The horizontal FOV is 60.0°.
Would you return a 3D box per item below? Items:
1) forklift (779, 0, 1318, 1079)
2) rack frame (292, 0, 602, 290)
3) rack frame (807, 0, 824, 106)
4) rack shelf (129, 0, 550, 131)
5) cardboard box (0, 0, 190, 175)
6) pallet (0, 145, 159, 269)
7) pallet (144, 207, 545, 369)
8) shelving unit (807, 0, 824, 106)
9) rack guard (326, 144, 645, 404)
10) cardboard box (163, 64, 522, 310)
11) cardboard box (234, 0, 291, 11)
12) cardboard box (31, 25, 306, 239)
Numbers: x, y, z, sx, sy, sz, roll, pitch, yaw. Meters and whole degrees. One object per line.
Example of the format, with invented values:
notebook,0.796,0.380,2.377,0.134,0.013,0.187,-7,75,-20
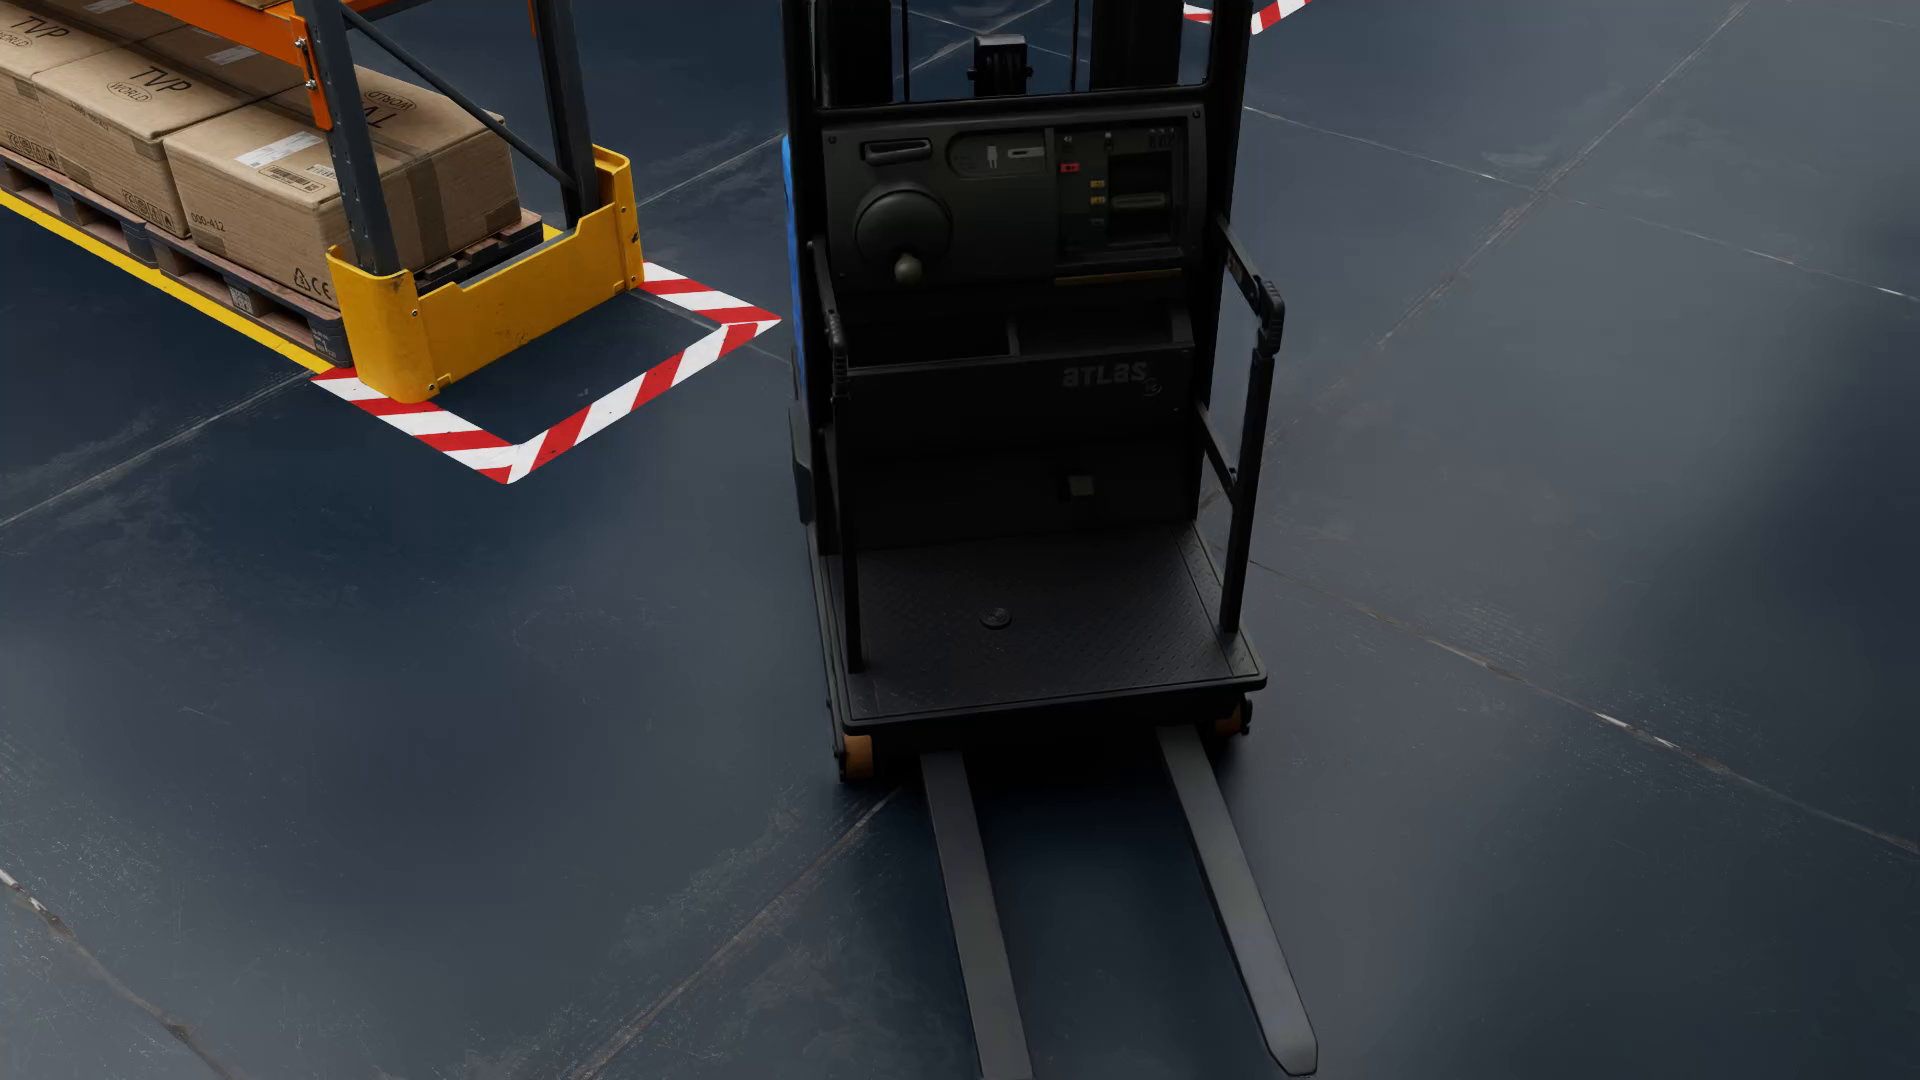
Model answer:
forklift,0.175,-0.757,3.839,1.130,2.935,3.031,-6,38,-7
rack frame,-1.728,-2.002,5.374,0.127,3.000,1.000,25,45,29
rack frame,-0.484,-1.320,5.719,0.032,1.500,0.500,-1,38,-1
rack shelf,-3.316,-2.468,6.552,4.000,0.370,1.077,25,45,29
cardboard box,-3.760,-2.034,7.152,0.875,0.438,0.875,24,44,27
pallet,-3.375,-1.622,7.151,1.213,0.211,1.003,25,45,29
pallet,-2.410,-1.165,6.567,1.213,0.211,1.003,25,45,29
shelving unit,0.025,-1.326,5.728,1.048,1.500,0.538,-1,38,-1
rack guard,-1.708,-1.009,6.133,0.348,0.500,1.175,25,45,29
cardboard box,-2.312,-1.357,6.287,0.875,0.438,0.875,24,44,27
cardboard box,-2.271,-2.092,5.408,0.500,0.500,0.500,26,45,29
cardboard box,-3.045,-1.695,6.720,0.875,0.438,0.875,27,45,30
